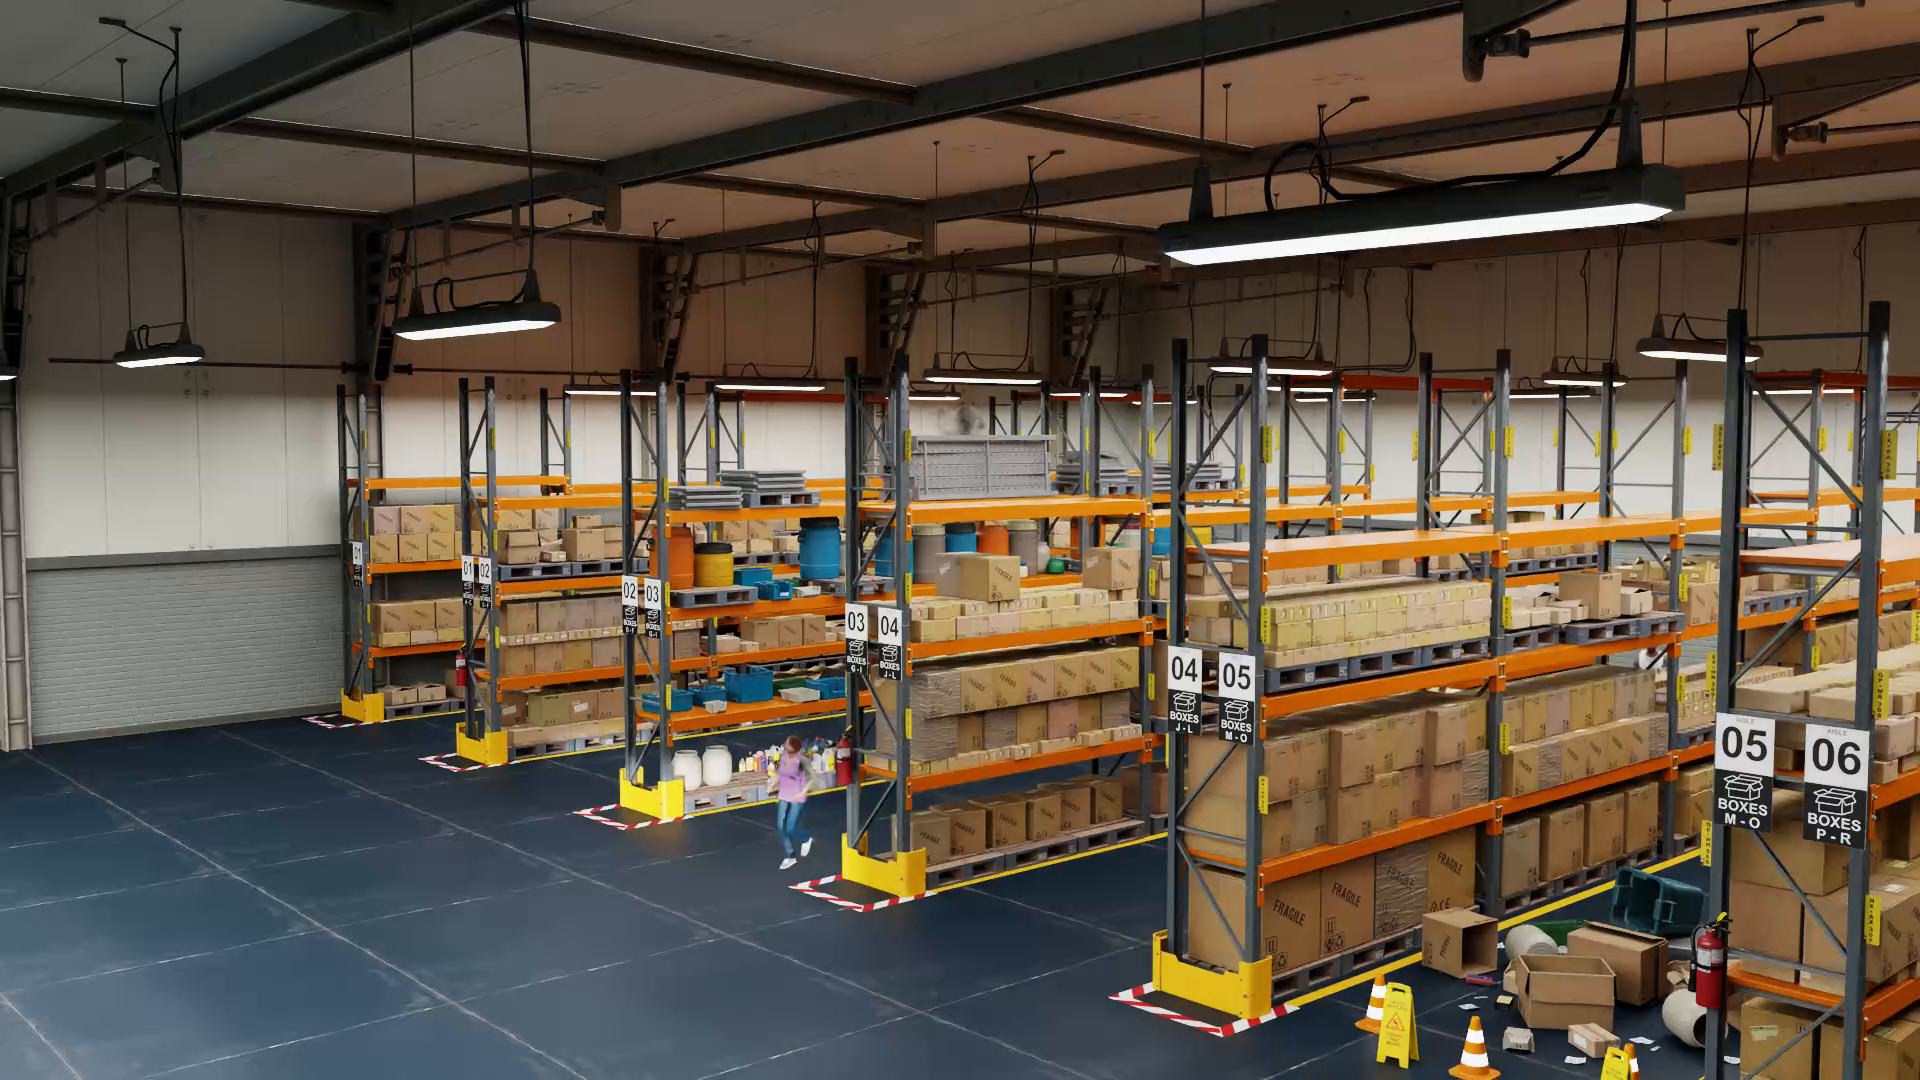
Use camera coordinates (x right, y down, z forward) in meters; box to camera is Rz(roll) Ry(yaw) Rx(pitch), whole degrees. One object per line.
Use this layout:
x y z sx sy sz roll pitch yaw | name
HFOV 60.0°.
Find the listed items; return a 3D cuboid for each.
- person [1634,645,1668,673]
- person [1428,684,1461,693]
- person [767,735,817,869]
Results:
11.494 2.482 27.563 0.677 1.839 0.755 2 4 29 | person
6.707 2.717 23.193 0.698 1.794 0.968 4 5 44 | person
-1.988 3.101 19.801 0.581 1.578 0.579 3 5 38 | person
